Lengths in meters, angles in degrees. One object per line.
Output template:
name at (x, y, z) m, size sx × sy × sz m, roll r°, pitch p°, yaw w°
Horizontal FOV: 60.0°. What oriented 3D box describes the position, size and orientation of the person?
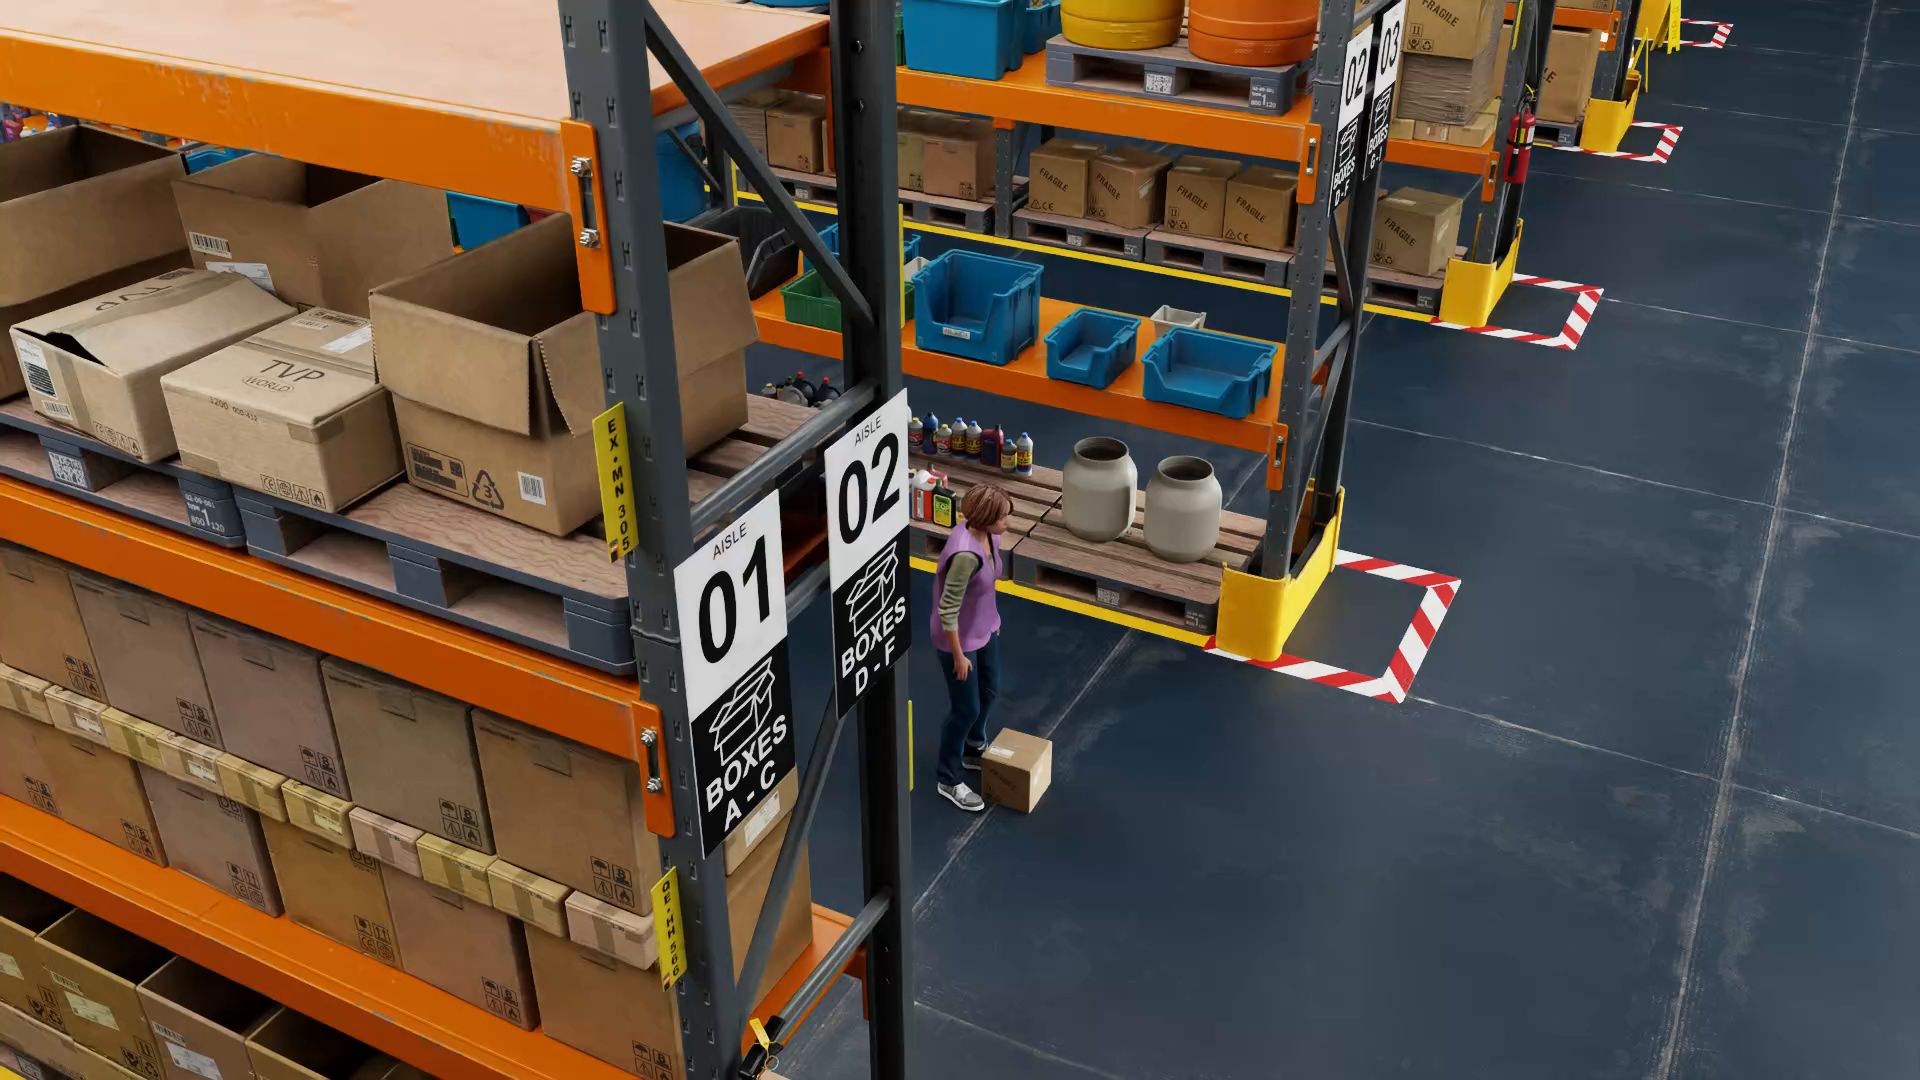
person at (0.050, 0.447, 7.532) m, size 0.348 × 1.592 × 0.483 m, roll 12°, pitch 33°, yaw 20°
